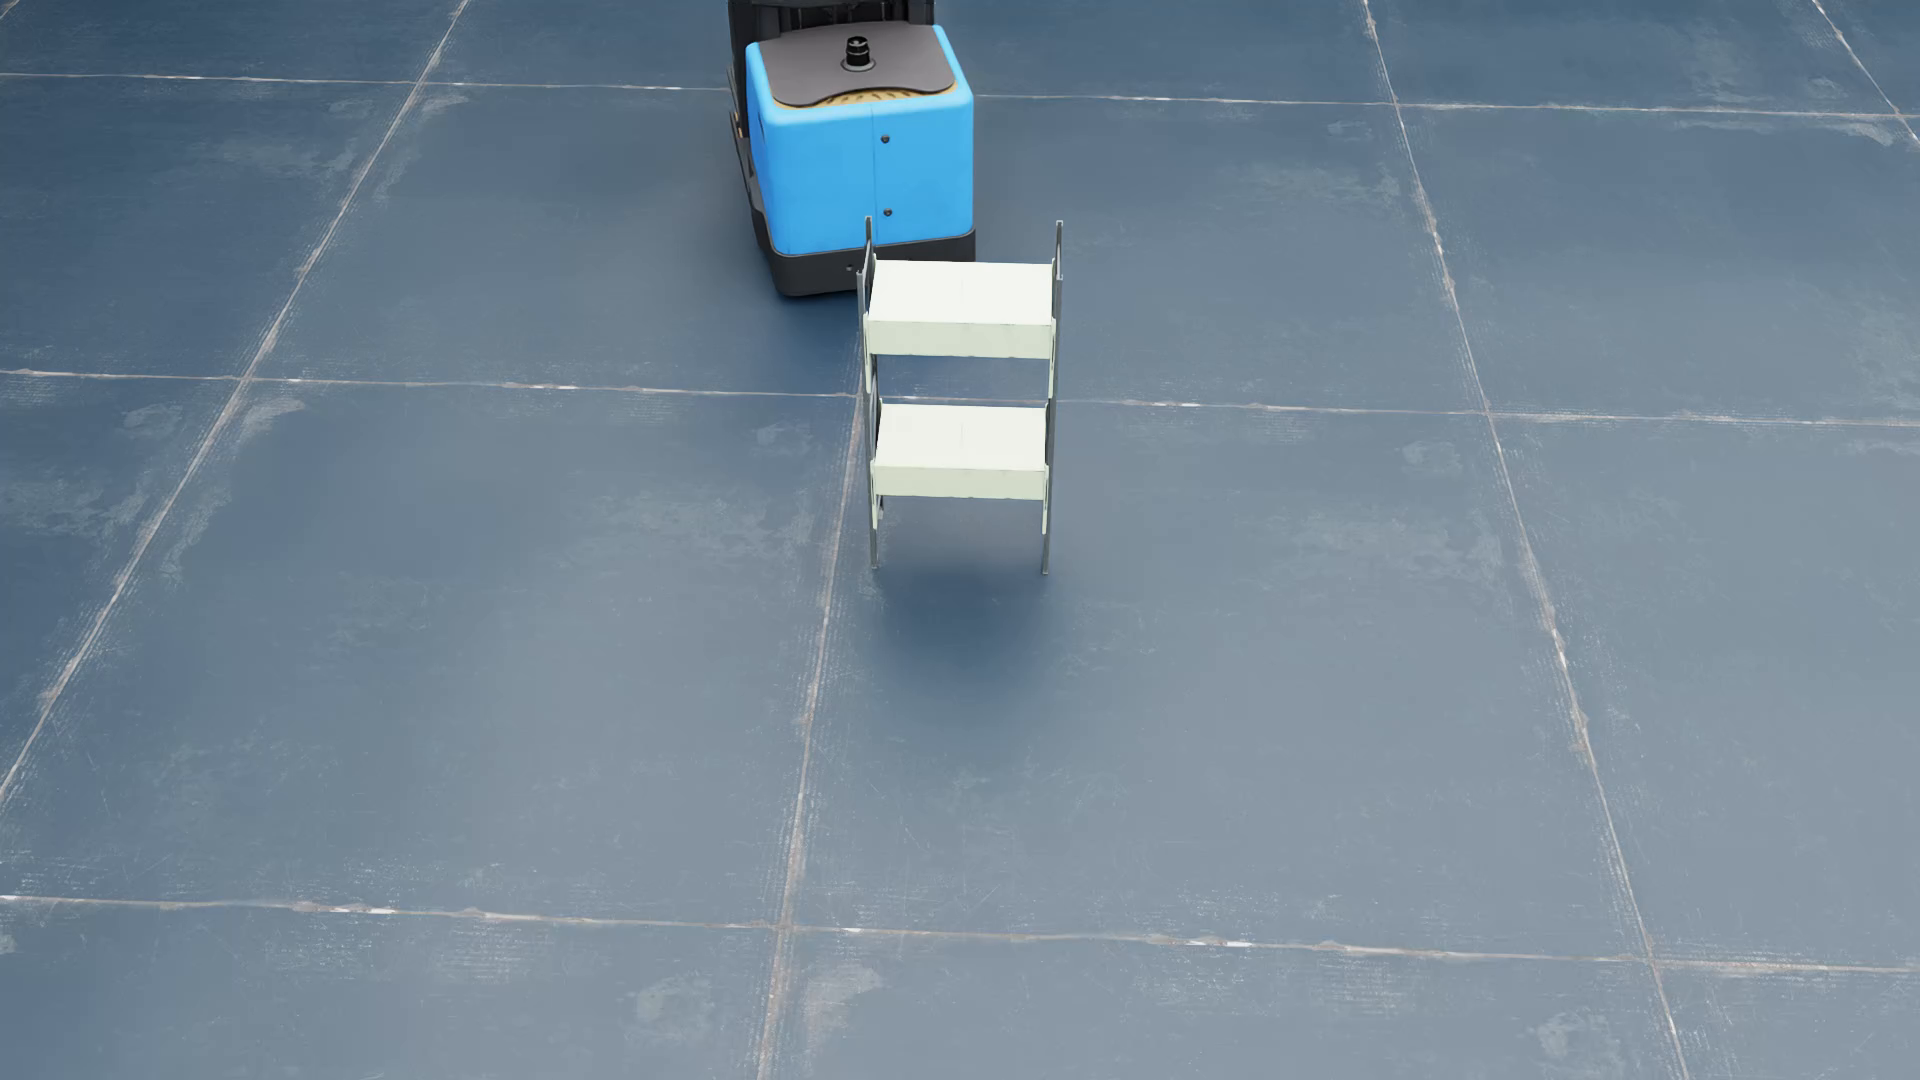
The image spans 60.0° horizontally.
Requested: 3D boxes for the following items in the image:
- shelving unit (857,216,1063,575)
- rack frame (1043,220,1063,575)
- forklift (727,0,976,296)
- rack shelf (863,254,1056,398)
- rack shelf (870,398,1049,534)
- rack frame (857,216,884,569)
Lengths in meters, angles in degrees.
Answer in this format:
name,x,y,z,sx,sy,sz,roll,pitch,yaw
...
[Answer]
name,x,y,z,sx,sy,sz,roll,pitch,yaw
shelving unit,0.007,-0.549,6.739,0.755,1.500,0.431,2,43,2
rack frame,0.372,-0.537,6.727,0.023,1.500,0.400,2,43,2
forklift,-0.731,-3.334,8.678,1.130,2.935,3.031,-8,44,-9
rack shelf,0.007,-0.834,6.473,0.720,0.370,0.431,2,43,2
rack shelf,0.007,-0.310,6.961,0.720,0.370,0.431,2,43,2
rack frame,-0.359,-0.560,6.751,0.023,1.500,0.400,2,43,2
